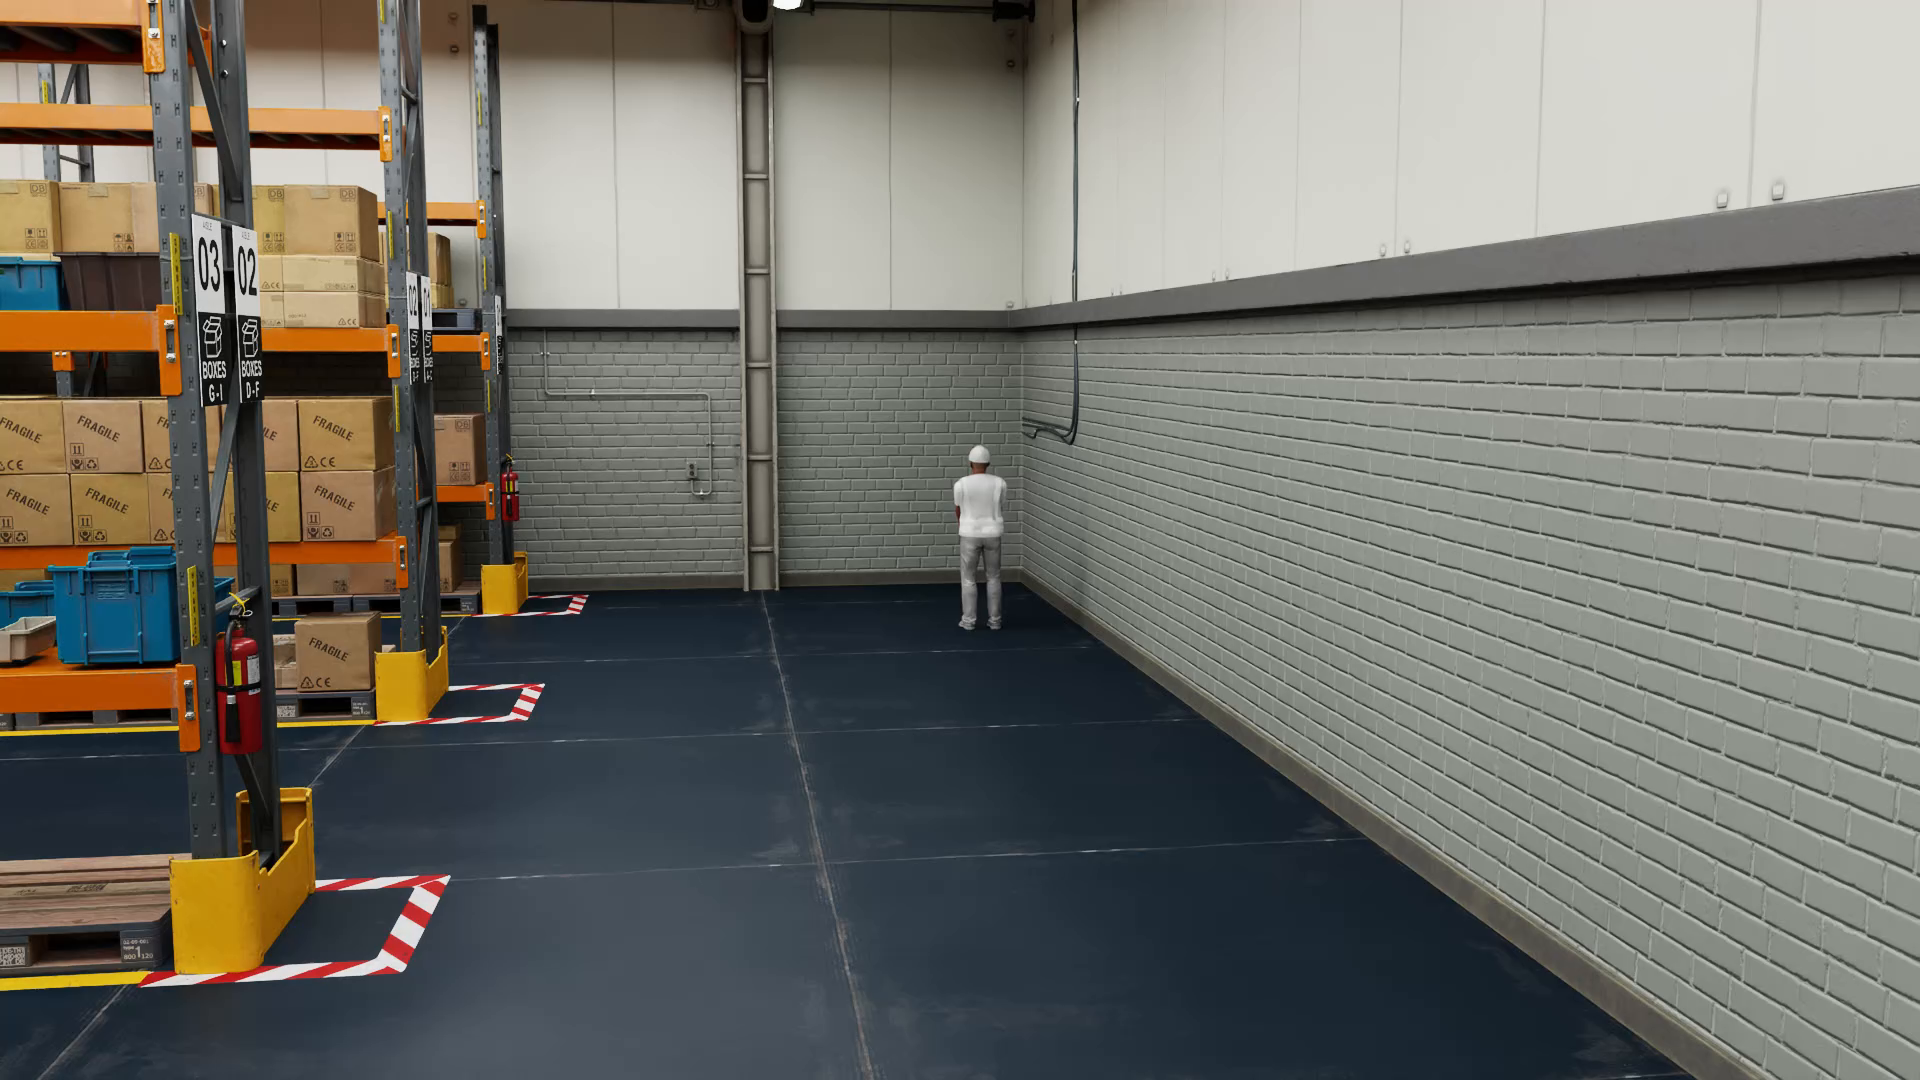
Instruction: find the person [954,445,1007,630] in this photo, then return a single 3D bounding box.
[{"bbox_3d":[0.176,-0.035,15.945,0.503,1.760,0.577,-1,7,-8],"label":"person"}]
